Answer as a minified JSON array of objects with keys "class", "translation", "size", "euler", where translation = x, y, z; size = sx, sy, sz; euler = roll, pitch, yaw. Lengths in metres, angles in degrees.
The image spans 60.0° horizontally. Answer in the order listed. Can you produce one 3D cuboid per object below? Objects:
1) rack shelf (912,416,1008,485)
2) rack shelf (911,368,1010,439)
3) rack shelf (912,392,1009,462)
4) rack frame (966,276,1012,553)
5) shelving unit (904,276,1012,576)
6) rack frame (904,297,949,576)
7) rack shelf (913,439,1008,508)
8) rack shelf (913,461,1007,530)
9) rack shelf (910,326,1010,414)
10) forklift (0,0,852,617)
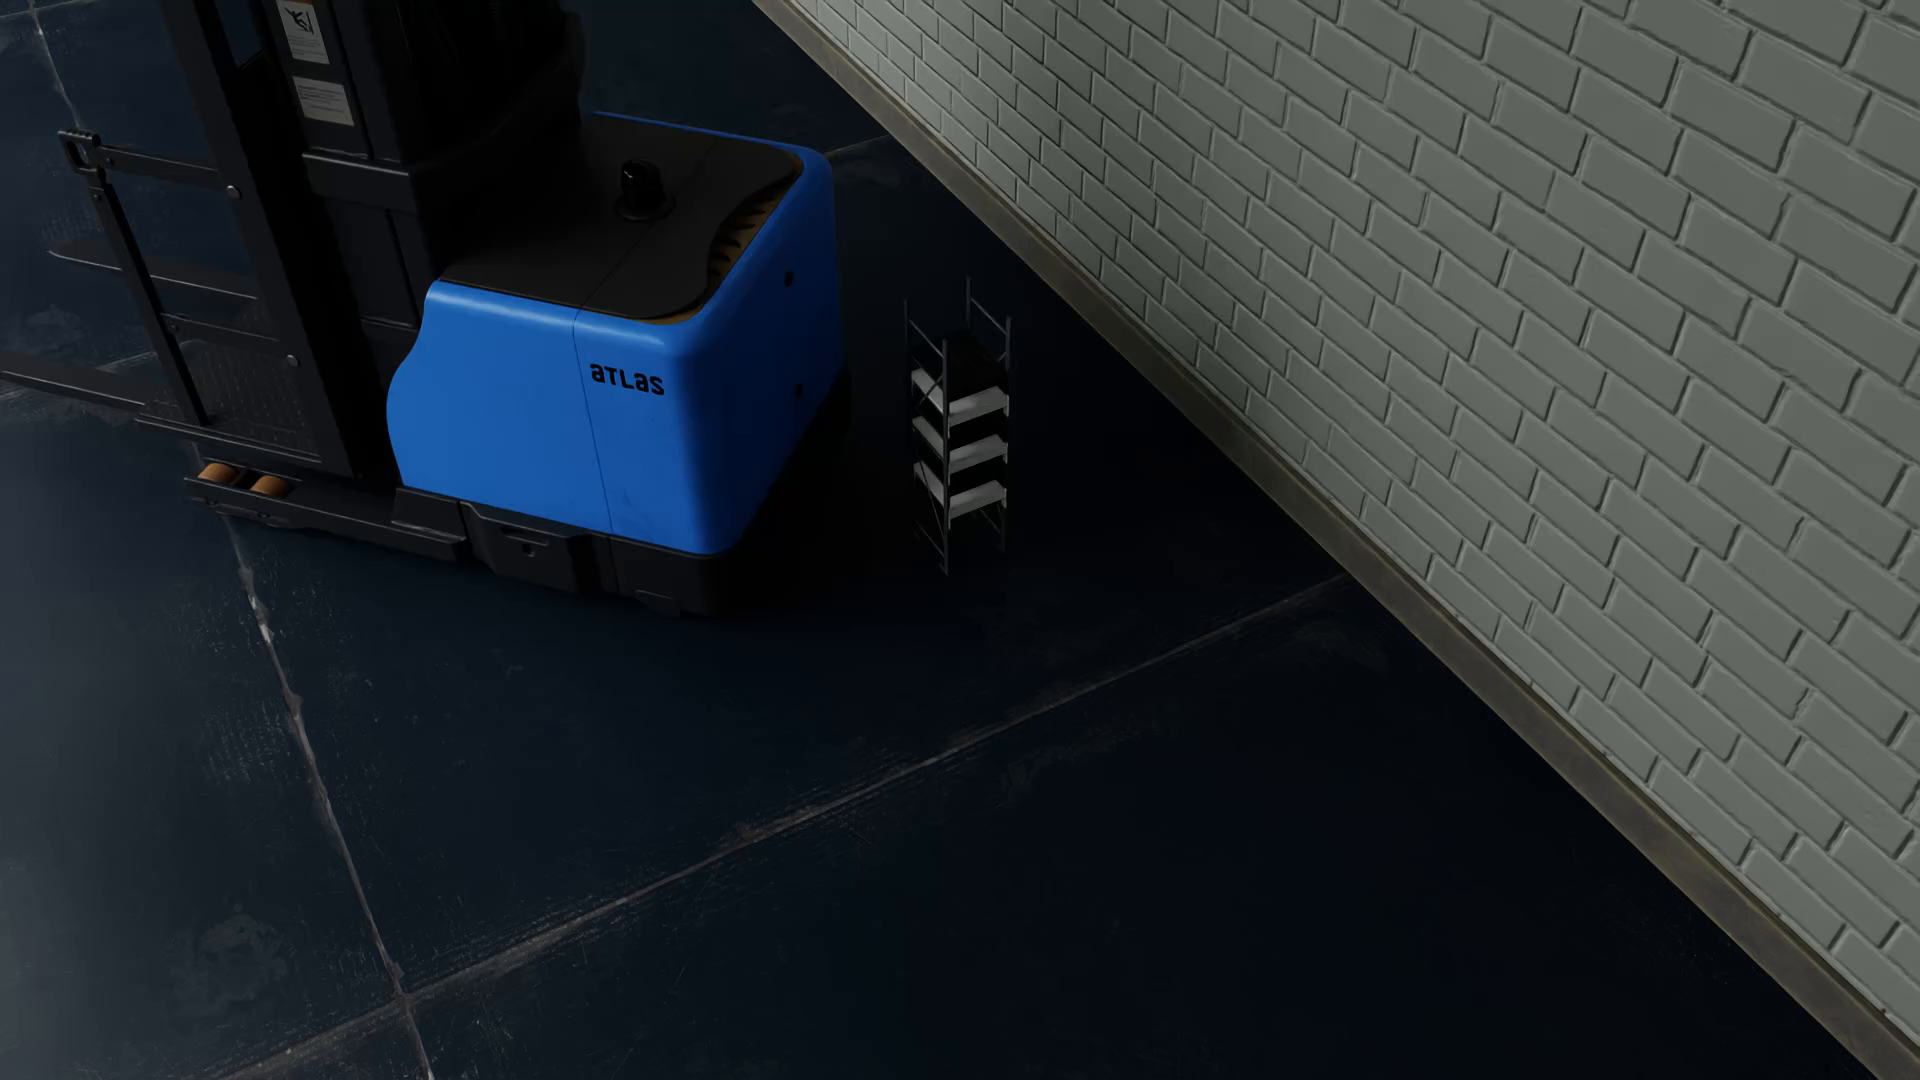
[{"class":"rack shelf","translation":[-0.007,-0.296,4.957],"size":[0.200,0.077,0.258],"euler":[-22,48,-21]},{"class":"rack shelf","translation":[-0.007,-0.425,4.832],"size":[0.200,0.077,0.258],"euler":[-22,48,-21]},{"class":"rack shelf","translation":[-0.007,-0.361,4.894],"size":[0.200,0.077,0.258],"euler":[-22,48,-21]},{"class":"rack frame","translation":[0.081,-0.355,4.970],"size":[0.006,0.900,0.240],"euler":[-22,48,-21]},{"class":"shelving unit","translation":[-0.007,-0.320,4.934],"size":[0.210,0.900,0.258],"euler":[-22,48,-21]},{"class":"rack frame","translation":[-0.095,-0.285,4.897],"size":[0.006,0.900,0.240],"euler":[-22,48,-21]},{"class":"rack shelf","translation":[-0.007,-0.232,5.020],"size":[0.200,0.077,0.258],"euler":[-22,48,-21]},{"class":"rack shelf","translation":[-0.007,-0.167,5.082],"size":[0.200,0.077,0.258],"euler":[-22,48,-21]},{"class":"rack shelf","translation":[-0.007,-0.490,4.769],"size":[0.200,0.077,0.258],"euler":[-22,48,-21]},{"class":"forklift","translation":[-1.937,-1.427,4.616],"size":[3.031,2.935,1.130],"euler":[13,46,13]}]
